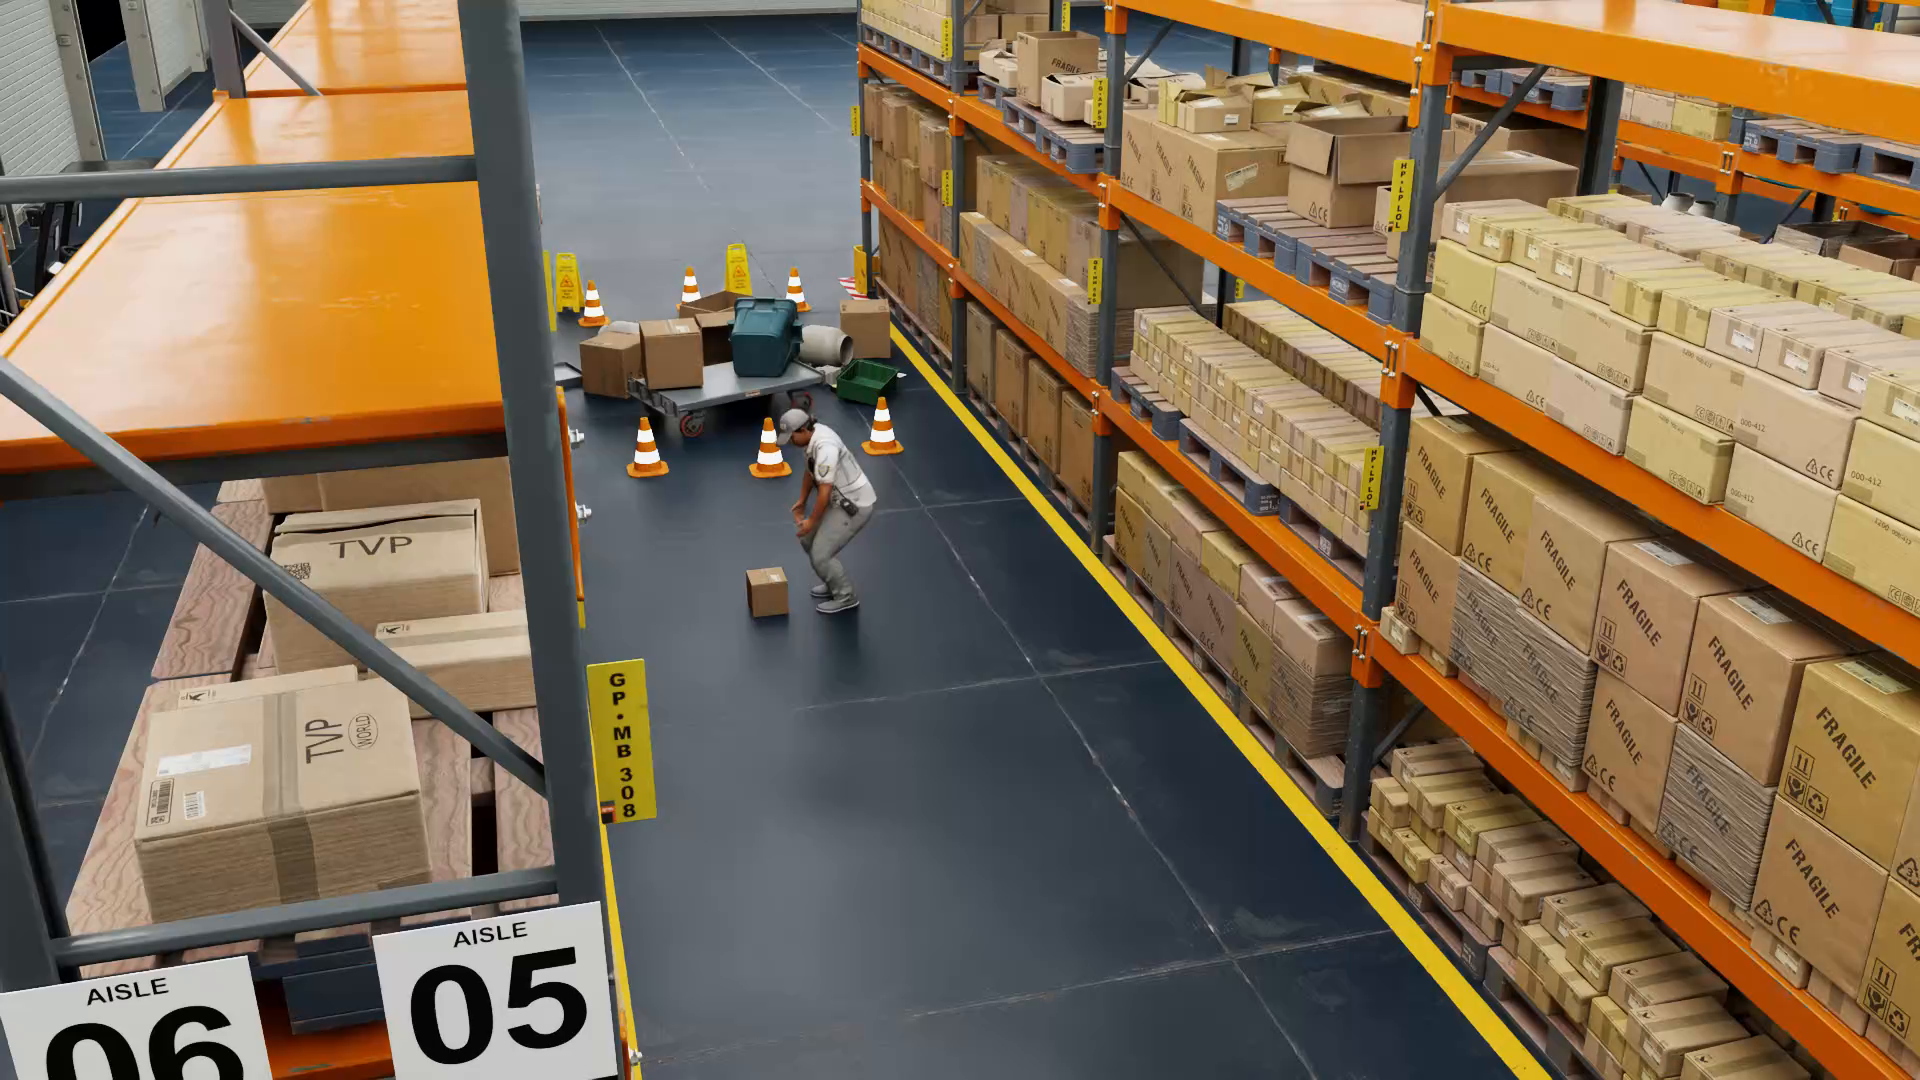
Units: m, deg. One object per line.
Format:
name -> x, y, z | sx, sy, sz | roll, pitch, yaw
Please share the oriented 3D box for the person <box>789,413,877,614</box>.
person -> 1.357, -10.749, 30.291 | 16.153, 6.009, 40.895 | -6, 24, -14
